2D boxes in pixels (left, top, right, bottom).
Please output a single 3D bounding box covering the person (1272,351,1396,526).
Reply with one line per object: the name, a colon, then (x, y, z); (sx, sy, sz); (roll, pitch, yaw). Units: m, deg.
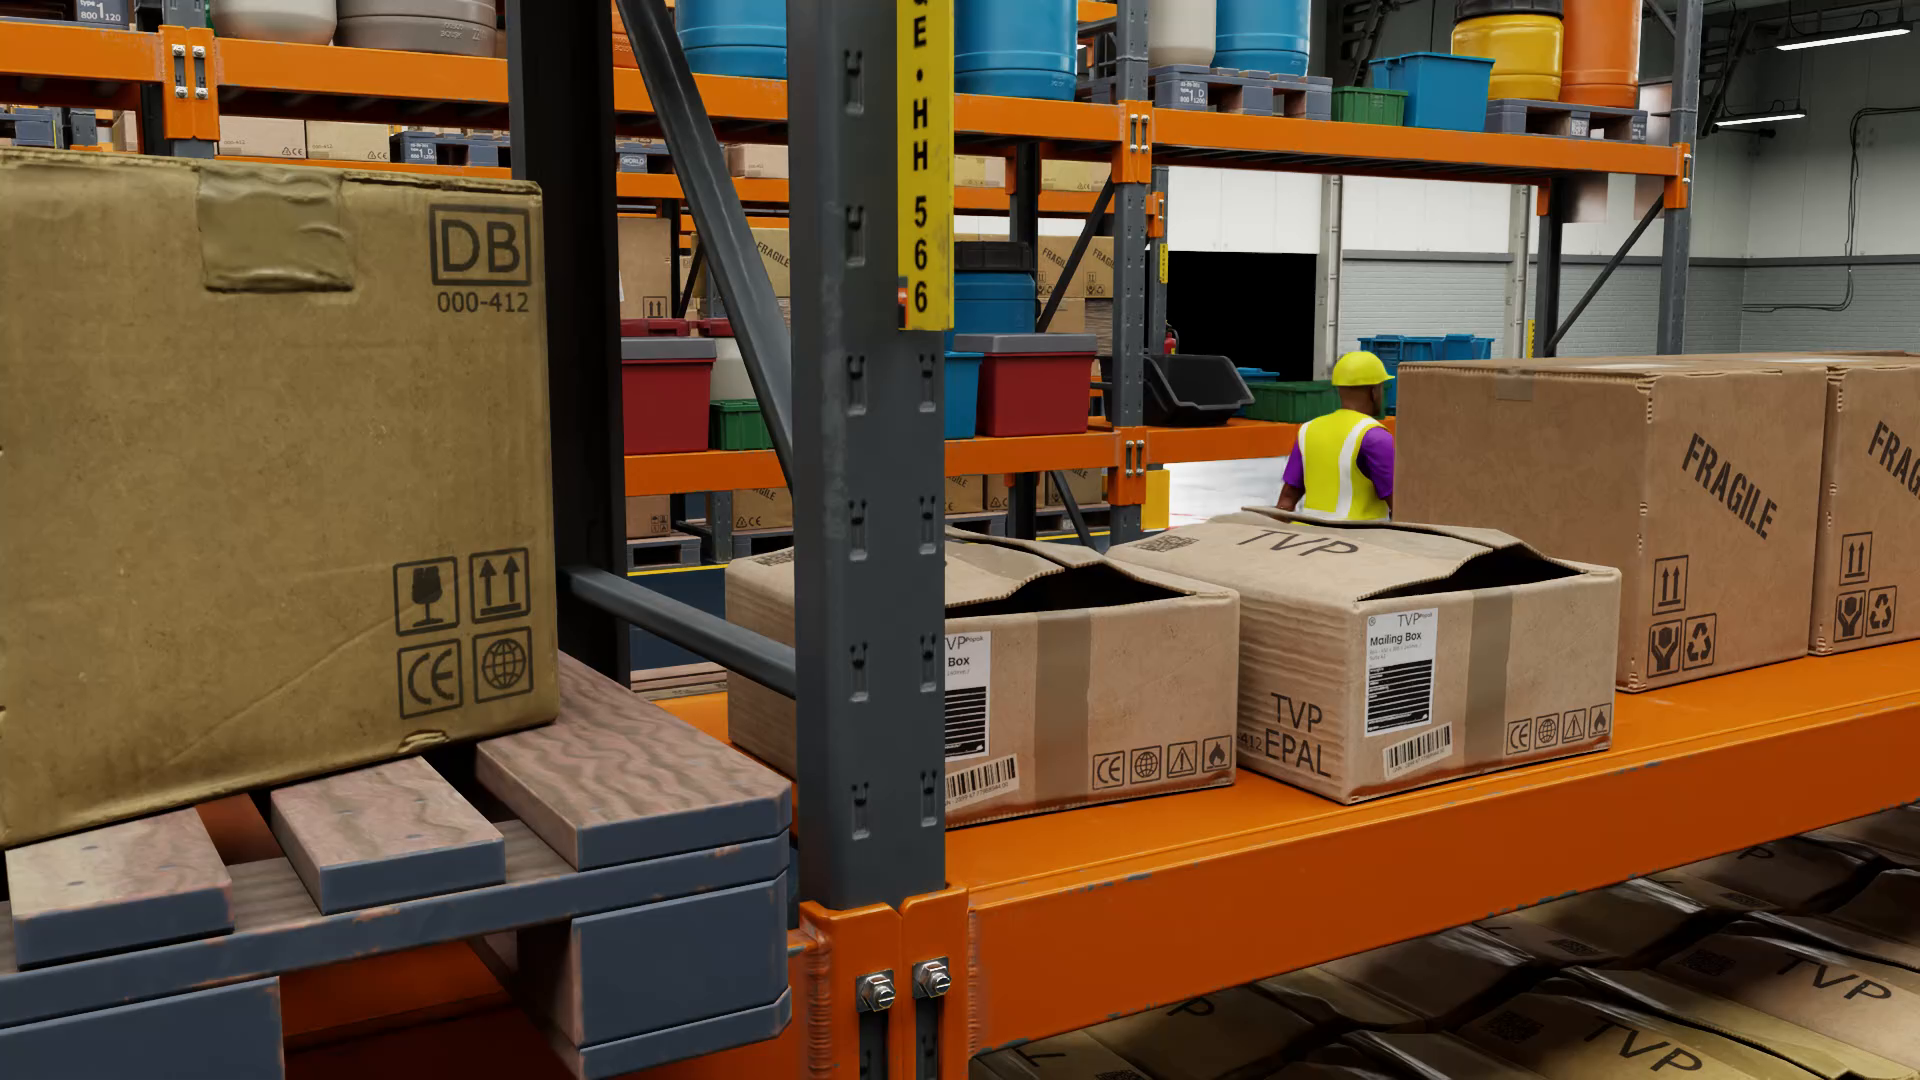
person: (1.588, 0.064, 6.943); (1.150, 1.691, 0.627); (-3, 9, -23)
